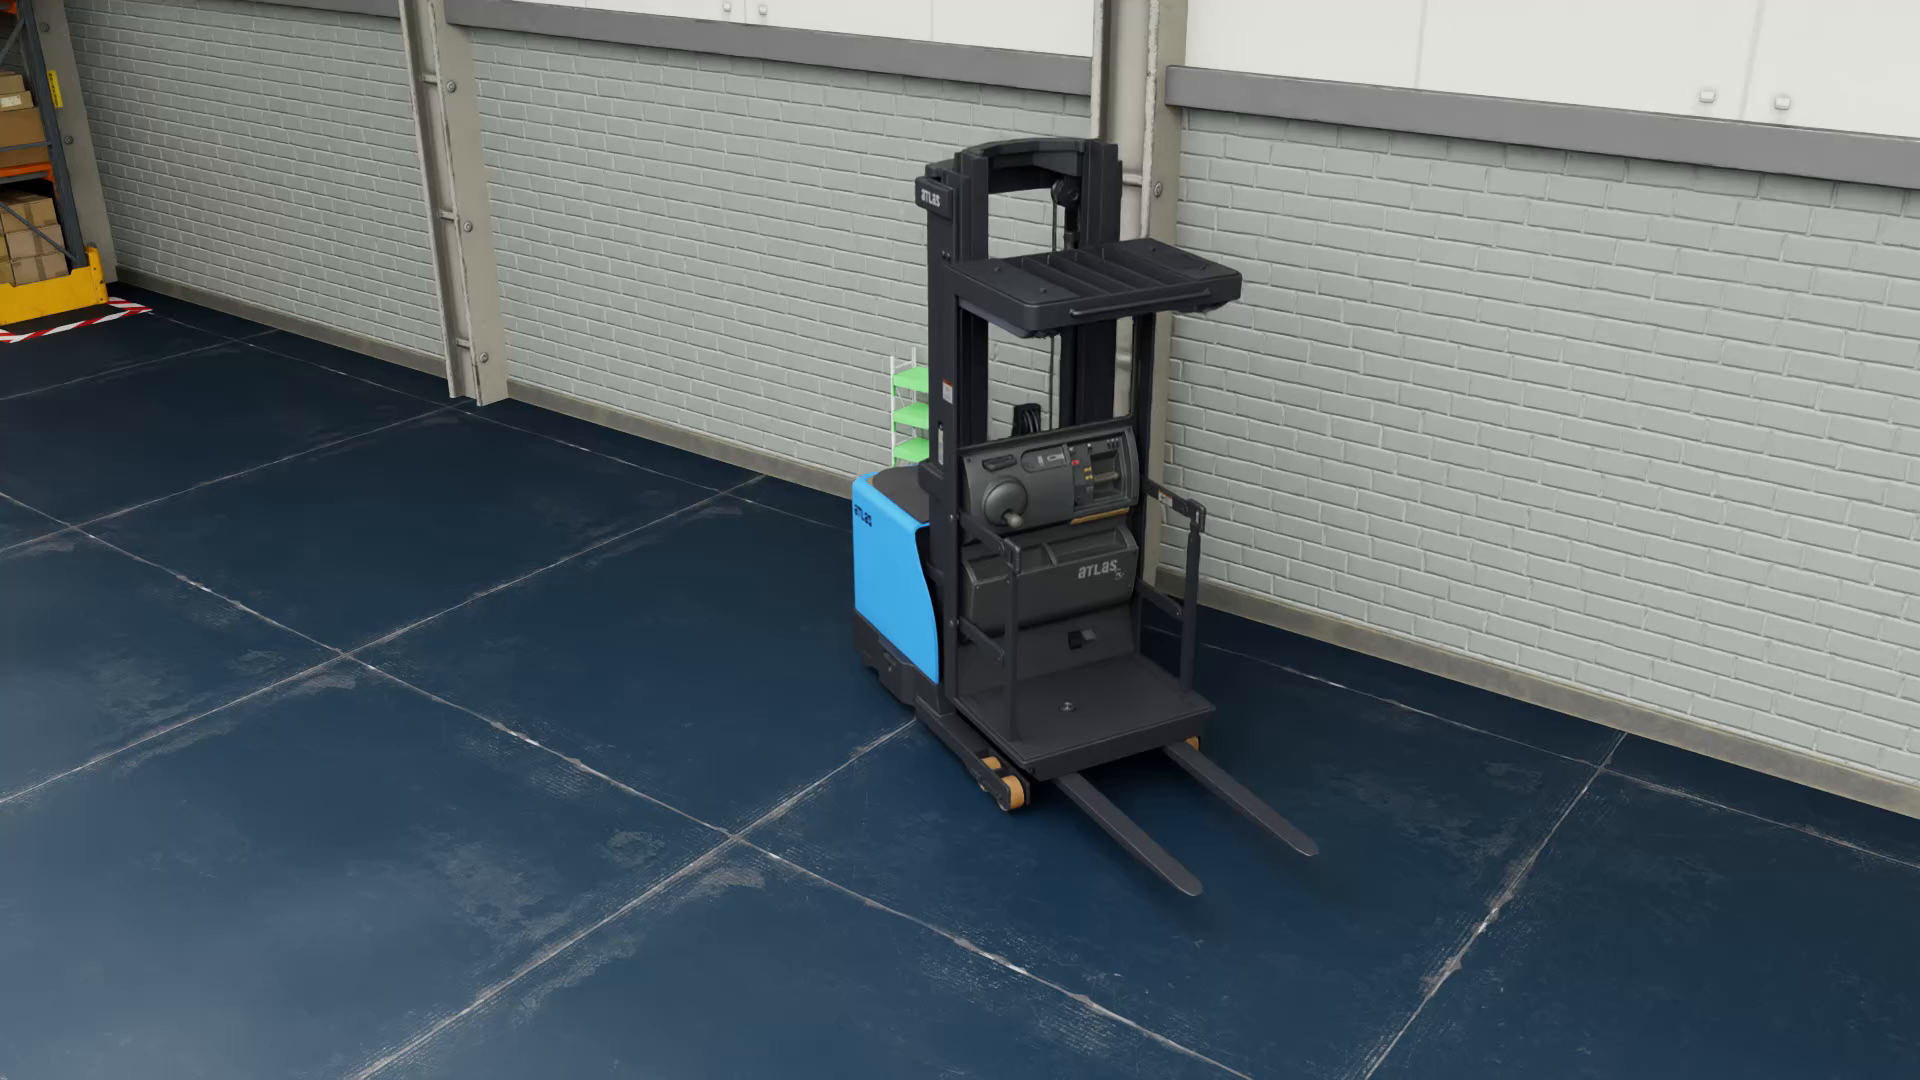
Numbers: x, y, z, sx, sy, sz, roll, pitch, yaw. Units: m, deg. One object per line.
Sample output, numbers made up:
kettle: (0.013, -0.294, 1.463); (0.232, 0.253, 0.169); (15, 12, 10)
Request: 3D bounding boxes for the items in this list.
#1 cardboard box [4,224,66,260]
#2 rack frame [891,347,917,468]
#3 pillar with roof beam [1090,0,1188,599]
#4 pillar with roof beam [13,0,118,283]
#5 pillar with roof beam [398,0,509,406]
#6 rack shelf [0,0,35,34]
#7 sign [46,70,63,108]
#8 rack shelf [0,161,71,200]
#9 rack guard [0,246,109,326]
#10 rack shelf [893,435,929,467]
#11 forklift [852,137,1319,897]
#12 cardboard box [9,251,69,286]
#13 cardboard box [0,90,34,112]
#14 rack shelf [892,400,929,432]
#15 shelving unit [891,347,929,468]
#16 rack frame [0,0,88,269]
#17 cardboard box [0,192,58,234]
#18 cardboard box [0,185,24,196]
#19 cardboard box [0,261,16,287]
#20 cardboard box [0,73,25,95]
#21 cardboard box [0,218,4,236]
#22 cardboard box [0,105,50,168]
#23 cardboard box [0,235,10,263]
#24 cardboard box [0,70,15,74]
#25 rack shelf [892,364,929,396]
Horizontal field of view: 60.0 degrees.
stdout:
cardboard box: (-8.890, -2.862, 15.794); (0.500, 0.250, 0.500); (17, 29, 34)
rack frame: (-0.358, -0.632, 10.695); (0.015, 1.200, 0.240); (17, 28, 33)
pillar with roof beam: (-1.634, -2.432, 5.109); (0.400, 9.000, 9.100); (17, 29, 33)
pillar with roof beam: (-11.237, -5.334, 11.695); (0.400, 9.000, 9.100); (17, 29, 33)
pillar with roof beam: (-6.435, -3.883, 8.402); (0.400, 9.000, 9.100); (17, 29, 33)
rack shelf: (-10.238, -5.045, 15.653); (4.000, 0.370, 1.077); (17, 29, 33)
sign: (-8.300, -4.128, 15.228); (0.005, 0.325, 0.100); (17, 29, 33)
rack shelf: (-10.238, -3.673, 16.258); (4.000, 0.370, 1.077); (17, 29, 33)
rack guard: (-8.619, -2.369, 15.506); (0.348, 0.500, 1.175); (17, 29, 33)
rack shelf: (-0.161, -0.515, 10.588); (0.480, 0.148, 0.258); (17, 28, 33)
forklift: (0.543, -0.269, 7.726); (1.130, 2.935, 3.031); (-12, 27, -25)
cardboard box: (-8.914, -2.634, 15.898); (0.500, 0.250, 0.500); (17, 29, 34)
cardboard box: (-8.754, -4.027, 15.240); (0.250, 0.149, 0.380); (16, 28, 32)
rack shelf: (-0.160, -0.735, 10.492); (0.480, 0.148, 0.258); (17, 28, 33)
shelving unit: (-0.161, -0.574, 10.562); (0.503, 1.200, 0.258); (17, 28, 33)
rack frame: (-8.638, -3.518, 15.015); (0.127, 3.000, 1.000); (17, 29, 33)
cardboard box: (-8.909, -3.087, 15.686); (0.500, 0.250, 0.500); (16, 29, 33)
cardboard box: (-9.311, -3.207, 15.957); (0.500, 0.250, 0.500); (17, 29, 33)
cardboard box: (-9.204, -2.464, 15.511); (0.500, 0.250, 0.500); (17, 29, 34)
cardboard box: (-8.779, -4.147, 15.145); (0.250, 0.149, 0.380); (16, 28, 32)
cardboard box: (-9.194, -2.921, 15.308); (0.500, 0.250, 0.500); (18, 29, 35)
cardboard box: (-8.868, -3.774, 15.470); (0.500, 0.500, 0.500); (18, 29, 35)
cardboard box: (-9.215, -2.698, 15.422); (0.500, 0.250, 0.500); (16, 29, 33)
cardboard box: (-8.954, -4.232, 15.337); (0.250, 0.149, 0.380); (18, 29, 35)
rack shelf: (-0.160, -0.955, 10.396); (0.480, 0.148, 0.258); (17, 28, 33)
